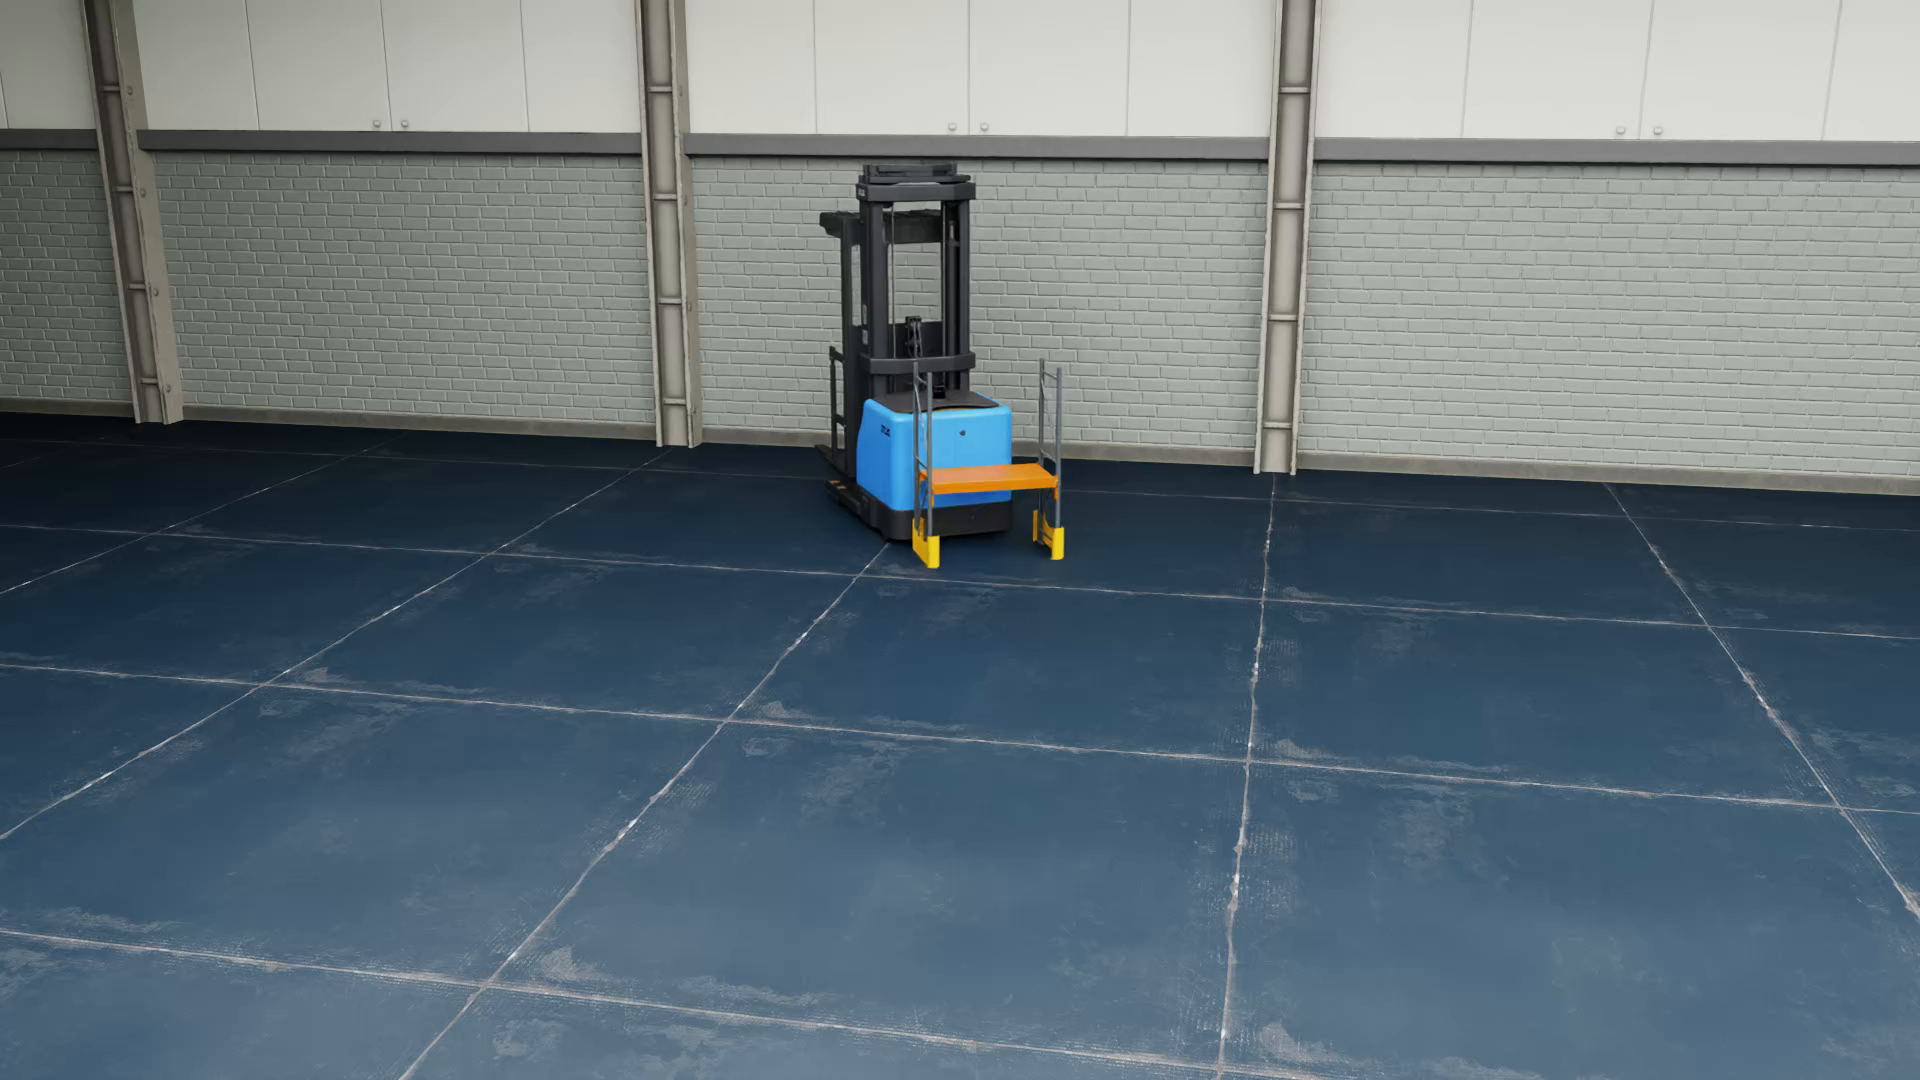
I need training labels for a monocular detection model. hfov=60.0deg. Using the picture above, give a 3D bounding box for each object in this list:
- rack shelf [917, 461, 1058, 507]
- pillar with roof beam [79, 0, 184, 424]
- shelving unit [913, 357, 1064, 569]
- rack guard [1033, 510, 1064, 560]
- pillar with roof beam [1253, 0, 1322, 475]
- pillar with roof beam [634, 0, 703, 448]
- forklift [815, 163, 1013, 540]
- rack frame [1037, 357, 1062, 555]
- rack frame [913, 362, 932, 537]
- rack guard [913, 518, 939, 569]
[{"bbox_3d":[0.207,-0.440,12.944,1.000,0.185,0.538,-4,16,-14],"label":"rack shelf"},{"bbox_3d":[-9.607,-4.514,12.931,0.400,9.000,9.100,3,16,11],"label":"pillar with roof beam"},{"bbox_3d":[0.216,-0.614,12.898,1.083,1.500,0.587,-4,16,-14],"label":"shelving unit"},{"bbox_3d":[0.698,-0.044,13.183,0.087,0.250,0.587,-4,16,-14],"label":"rack guard"},{"bbox_3d":[2.153,-3.876,10.627,0.400,9.000,9.100,3,16,11],"label":"pillar with roof beam"},{"bbox_3d":[-3.727,-4.195,11.779,0.400,9.000,9.100,3,16,11],"label":"pillar with roof beam"},{"bbox_3d":[-0.552,-1.760,14.356,1.130,2.935,3.031,-6,16,-19],"label":"forklift"},{"bbox_3d":[0.700,-0.646,13.016,0.032,1.500,0.500,-4,16,-14],"label":"rack frame"},{"bbox_3d":[-0.286,-0.580,12.775,0.032,1.500,0.500,-4,16,-14],"label":"rack frame"},{"bbox_3d":[-0.267,0.022,12.946,0.087,0.250,0.587,-4,16,-14],"label":"rack guard"}]
